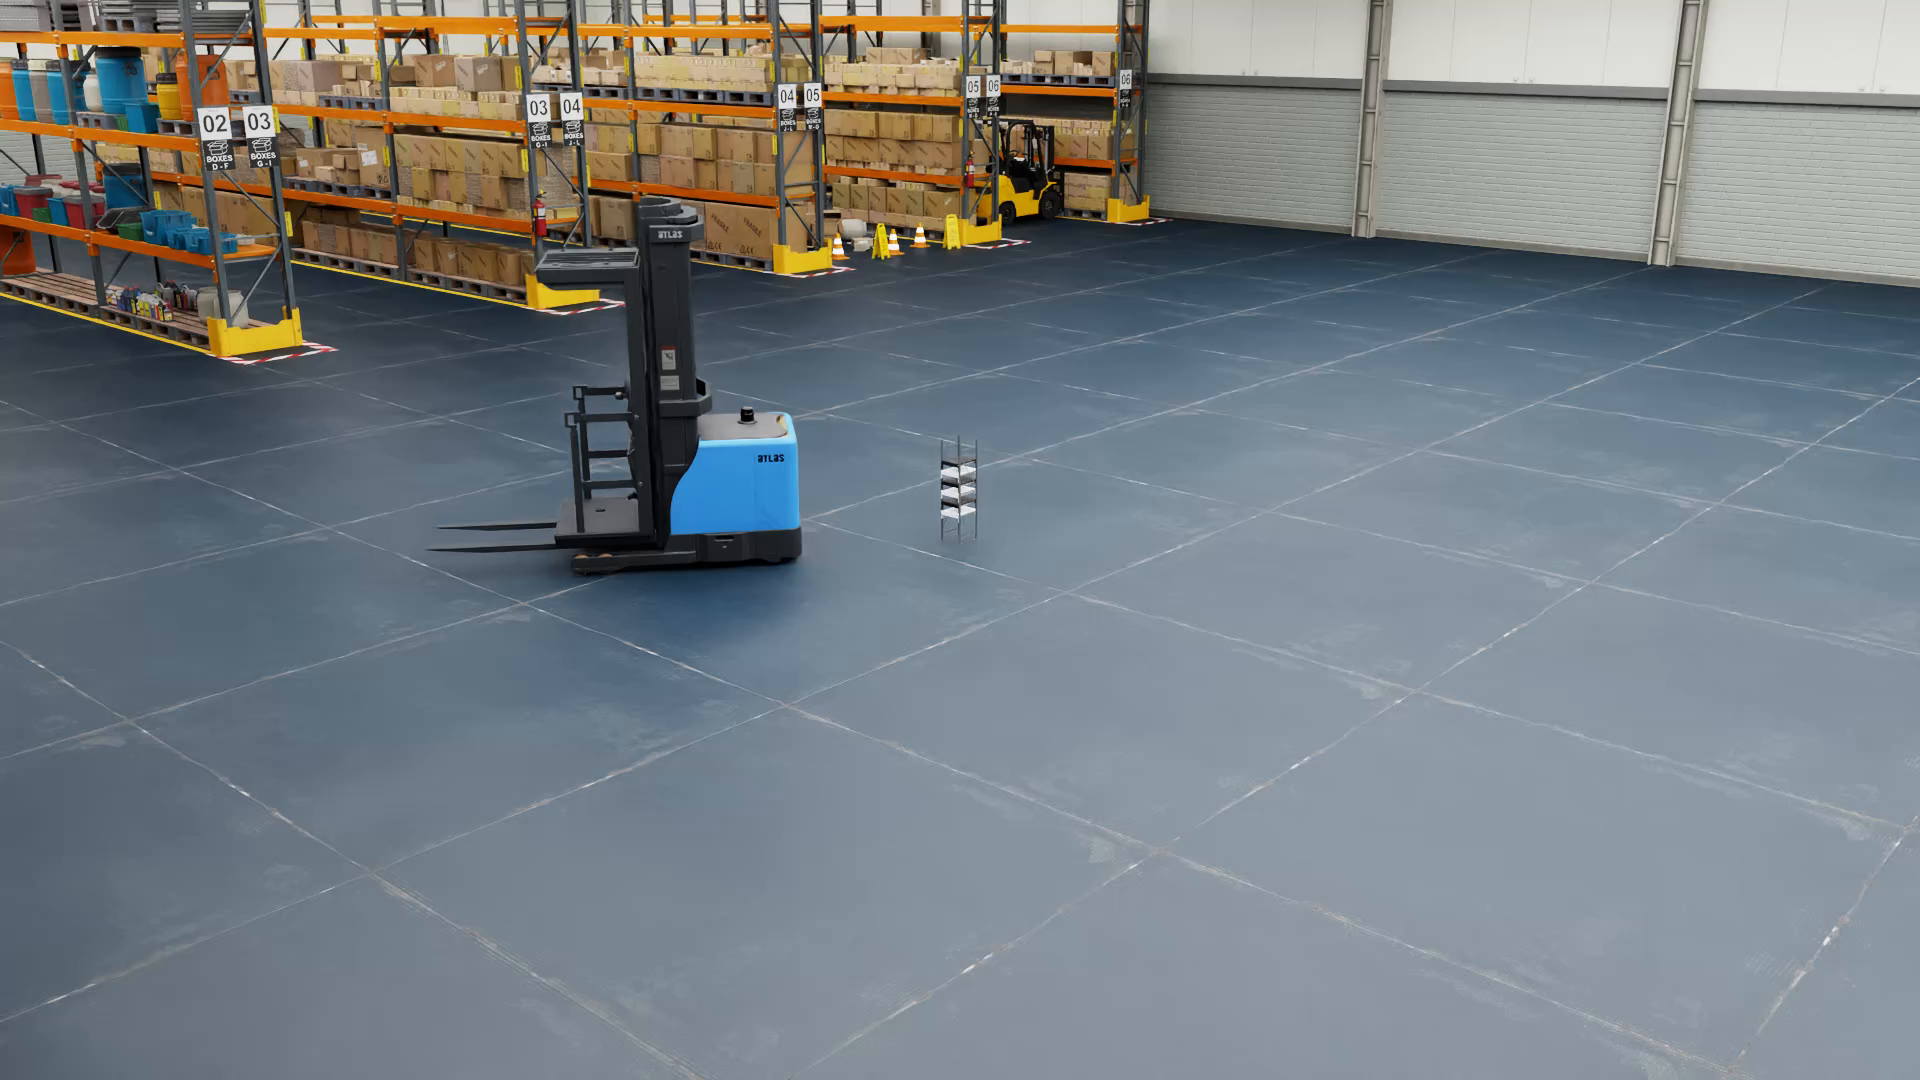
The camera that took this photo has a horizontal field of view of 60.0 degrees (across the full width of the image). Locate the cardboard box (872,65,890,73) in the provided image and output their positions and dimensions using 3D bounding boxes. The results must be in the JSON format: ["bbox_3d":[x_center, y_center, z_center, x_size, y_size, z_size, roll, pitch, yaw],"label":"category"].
[{"bbox_3d":[-1.560,-9.490,33.522,0.250,0.149,0.380,15,23,38],"label":"cardboard box"}]

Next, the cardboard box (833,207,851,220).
[{"bbox_3d":[-2.327,-6.896,35.062,0.500,0.250,0.500,14,22,37],"label":"cardboard box"}]

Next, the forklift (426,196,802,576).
[{"bbox_3d":[-2.879,-1.278,13.620,3.031,2.935,1.130,-3,18,-8],"label":"forklift"}]

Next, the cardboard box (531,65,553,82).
[{"bbox_3d":[-8.396,-9.289,33.079,0.500,0.311,0.500,15,23,39],"label":"cardboard box"}]

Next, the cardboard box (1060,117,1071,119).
[{"bbox_3d":[2.447,-9.438,37.491,0.250,0.149,0.380,15,23,40],"label":"cardboard box"}]

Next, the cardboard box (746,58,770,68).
[{"bbox_3d":[-3.471,-8.222,28.667,0.250,0.149,0.380,15,23,40],"label":"cardboard box"}]

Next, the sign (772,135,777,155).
[{"bbox_3d":[-3.178,-6.788,28.563,0.005,0.325,0.100,15,23,39],"label":"sign"}]

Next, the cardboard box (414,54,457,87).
[{"bbox_3d":[-8.661,-7.769,27.518,0.500,0.500,0.500,14,22,38],"label":"cardboard box"}]

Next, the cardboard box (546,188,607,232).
[{"bbox_3d":[-7.739,-6.659,33.490,0.750,0.750,1.050,15,23,40],"label":"cardboard box"}]

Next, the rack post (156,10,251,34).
[{"bbox_3d":[-9.944,-6.822,21.886,0.937,0.300,0.954,-15,23,-40],"label":"rack post"}]

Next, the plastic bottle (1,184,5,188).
[{"bbox_3d":[-16.315,-5.940,28.411,0.097,0.271,0.097,0,18,0],"label":"plastic bottle"}]

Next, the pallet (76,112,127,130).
[{"bbox_3d":[-11.850,-6.040,23.867,1.003,0.211,1.213,15,23,39],"label":"pallet"}]

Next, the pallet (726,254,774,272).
[{"bbox_3d":[-3.458,-5.056,30.023,1.213,0.211,1.003,15,23,39],"label":"pallet"}]

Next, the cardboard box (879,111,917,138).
[{"bbox_3d":[-1.229,-8.416,33.690,0.500,0.500,0.700,15,23,39],"label":"cardboard box"}]

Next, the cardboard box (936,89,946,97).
[{"bbox_3d":[-0.258,-8.744,32.489,0.250,0.149,0.380,15,23,40],"label":"cardboard box"}]

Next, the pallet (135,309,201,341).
[{"bbox_3d":[-11.063,-3.105,23.875,1.213,0.211,1.003,15,23,39],"label":"pallet"}]

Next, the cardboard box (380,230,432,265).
[{"bbox_3d":[-9.612,-5.090,28.926,0.500,0.500,0.700,13,22,35],"label":"cardboard box"}]

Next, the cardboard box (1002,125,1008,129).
[{"bbox_3d":[1.175,-9.446,38.006,0.250,0.149,0.380,15,23,39],"label":"cardboard box"}]

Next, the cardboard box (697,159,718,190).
[{"bbox_3d":[-4.300,-6.722,30.413,0.500,0.550,0.875,15,23,39],"label":"cardboard box"}]

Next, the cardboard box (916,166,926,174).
[{"bbox_3d":[-0.672,-7.417,33.266,0.250,0.149,0.380,16,23,40],"label":"cardboard box"}]

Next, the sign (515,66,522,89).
[{"bbox_3d":[-6.559,-6.871,24.709,0.005,0.325,0.100,15,23,39],"label":"sign"}]

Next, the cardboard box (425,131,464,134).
[{"bbox_3d":[-8.648,-6.582,27.910,0.500,0.500,0.500,15,23,39],"label":"cardboard box"}]

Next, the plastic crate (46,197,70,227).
[{"bbox_3d":[-13.486,-4.967,25.158,0.575,0.384,0.392,15,23,39],"label":"plastic crate"}]

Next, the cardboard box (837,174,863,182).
[{"bbox_3d":[-2.748,-9.158,41.776,0.500,0.500,0.500,16,24,41],"label":"cardboard box"}]

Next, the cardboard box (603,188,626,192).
[{"bbox_3d":[-8.056,-8.873,40.259,0.875,0.875,0.875,16,24,41],"label":"cardboard box"}]

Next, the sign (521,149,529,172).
[{"bbox_3d":[-6.559,-5.722,25.074,0.005,0.325,0.100,15,23,39],"label":"sign"}]

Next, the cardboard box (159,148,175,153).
[{"bbox_3d":[-15.672,-8.010,33.236,0.500,0.500,0.500,16,24,41],"label":"cardboard box"}]

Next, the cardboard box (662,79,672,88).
[{"bbox_3d":[-5.185,-8.301,30.235,0.250,0.149,0.380,15,23,38],"label":"cardboard box"}]

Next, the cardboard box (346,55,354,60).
[{"bbox_3d":[-13.541,-10.807,37.336,0.250,0.149,0.380,16,24,41],"label":"cardboard box"}]

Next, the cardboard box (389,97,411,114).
[{"bbox_3d":[-9.001,-7.154,27.312,0.500,0.250,0.500,14,22,37],"label":"cardboard box"}]

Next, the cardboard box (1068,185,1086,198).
[{"bbox_3d":[2.755,-7.765,36.972,0.500,0.250,0.500,15,23,39],"label":"cardboard box"}]

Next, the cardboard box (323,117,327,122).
[{"bbox_3d":[-14.615,-9.971,38.590,0.500,0.500,0.500,15,23,39],"label":"cardboard box"}]

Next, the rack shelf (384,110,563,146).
[{"bbox_3d":[-7.671,-6.629,26.600,4.000,0.370,1.077,15,23,39],"label":"rack shelf"}]

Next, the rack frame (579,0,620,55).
[{"bbox_3d":[-8.573,-12.652,39.429,0.127,3.000,1.000,15,23,39],"label":"rack frame"}]

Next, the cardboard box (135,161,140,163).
[{"bbox_3d":[-16.747,-7.727,34.243,0.250,0.149,0.380,16,23,40],"label":"cardboard box"}]

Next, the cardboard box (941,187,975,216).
[{"bbox_3d":[-0.035,-6.859,33.705,0.500,0.500,0.500,14,22,37],"label":"cardboard box"}]

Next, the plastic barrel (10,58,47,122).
[{"bbox_3d":[-13.958,-6.808,25.144,0.708,0.901,0.600,15,23,39],"label":"plastic barrel"}]

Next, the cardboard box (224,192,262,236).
[{"bbox_3d":[-13.323,-6.259,32.020,0.875,0.875,1.225,15,23,39],"label":"cardboard box"}]

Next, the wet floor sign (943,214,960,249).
[{"bbox_3d":[-0.166,-5.981,32.217,0.267,0.644,0.232,-9,20,-27],"label":"wet floor sign"}]

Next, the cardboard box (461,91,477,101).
[{"bbox_3d":[-7.559,-6.937,25.970,0.250,0.149,0.380,14,22,37],"label":"cardboard box"}]

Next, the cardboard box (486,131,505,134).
[{"bbox_3d":[-9.793,-8.560,35.192,0.250,0.149,0.380,16,24,42],"label":"cardboard box"}]

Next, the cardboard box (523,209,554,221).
[{"bbox_3d":[-6.526,-5.032,25.751,0.250,0.149,0.380,15,23,39],"label":"cardboard box"}]

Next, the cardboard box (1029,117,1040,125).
[{"bbox_3d":[1.760,-9.437,37.486,0.250,0.149,0.380,15,23,39],"label":"cardboard box"}]

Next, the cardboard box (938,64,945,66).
[{"bbox_3d":[-0.321,-11.020,38.801,0.250,0.149,0.380,15,23,39],"label":"cardboard box"}]

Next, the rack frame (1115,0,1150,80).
[{"bbox_3d":[3.694,-11.366,35.378,0.127,3.000,1.000,15,23,39],"label":"rack frame"}]

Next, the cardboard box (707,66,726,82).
[{"bbox_3d":[-4.108,-8.227,29.343,0.500,0.250,0.500,15,23,39],"label":"cardboard box"}]

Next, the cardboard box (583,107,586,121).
[{"bbox_3d":[-9.109,-10.349,40.272,0.500,0.500,0.500,15,23,39],"label":"cardboard box"}]

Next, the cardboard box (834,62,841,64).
[{"bbox_3d":[-2.895,-11.734,41.086,0.250,0.149,0.380,14,23,38],"label":"cardboard box"}]

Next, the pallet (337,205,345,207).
[{"bbox_3d":[-14.134,-7.940,39.109,1.213,0.211,1.003,15,23,39],"label":"pallet"}]

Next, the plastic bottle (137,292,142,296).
[{"bbox_3d":[-11.938,-3.475,24.213,0.097,0.271,0.097,0,18,0],"label":"plastic bottle"}]

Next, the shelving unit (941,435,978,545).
[{"bbox_3d":[-0.006,-0.431,14.309,0.210,0.900,0.258,15,23,39],"label":"shelving unit"}]

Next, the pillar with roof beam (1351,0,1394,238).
[{"bbox_3d":[5.402,-9.531,29.596,0.400,9.000,9.100,15,23,39],"label":"pillar with roof beam"}]

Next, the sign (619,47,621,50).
[{"bbox_3d":[-8.220,-11.743,40.150,0.005,0.325,0.100,15,23,39],"label":"sign"}]
